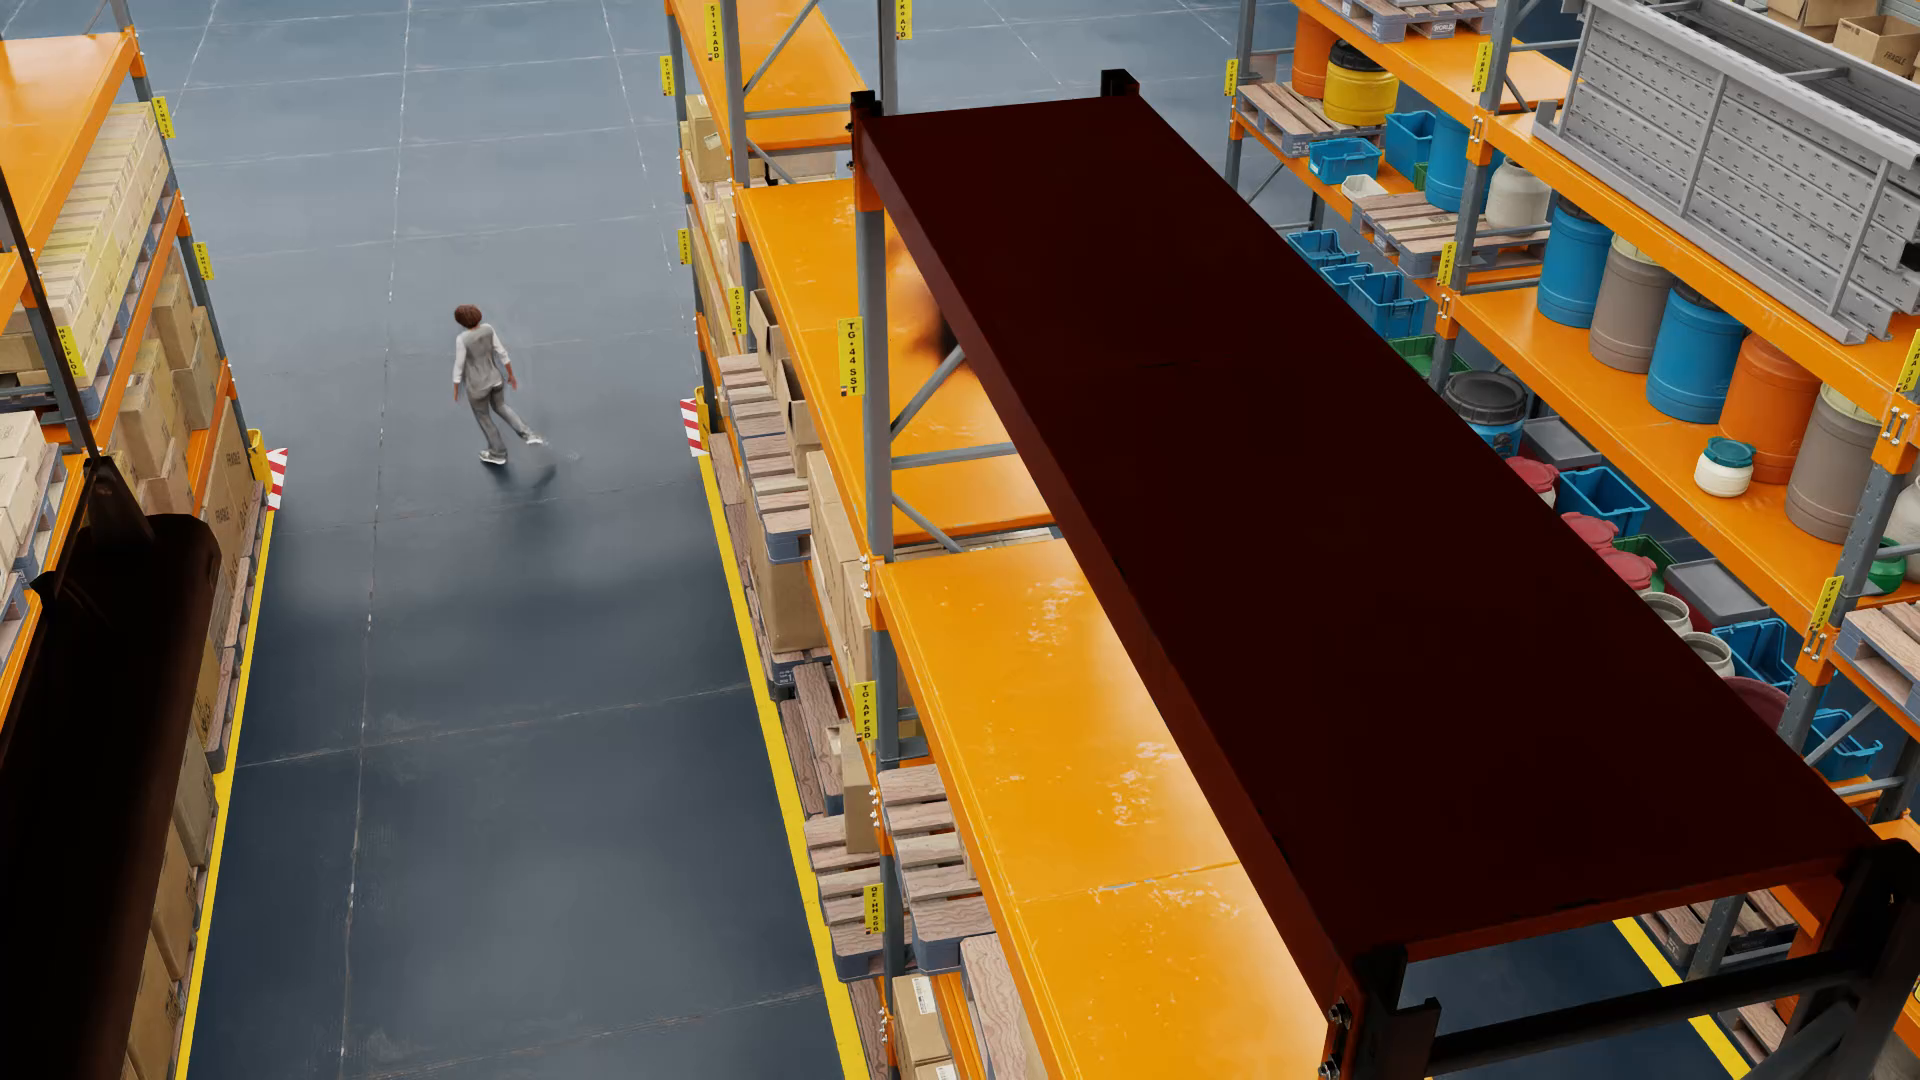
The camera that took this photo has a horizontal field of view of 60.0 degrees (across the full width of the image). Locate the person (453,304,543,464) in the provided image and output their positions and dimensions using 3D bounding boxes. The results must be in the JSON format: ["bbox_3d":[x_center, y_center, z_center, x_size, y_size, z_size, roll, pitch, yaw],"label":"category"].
[{"bbox_3d":[-4.114,-1.361,14.668,0.538,1.580,0.584,21,40,28],"label":"person"}]
